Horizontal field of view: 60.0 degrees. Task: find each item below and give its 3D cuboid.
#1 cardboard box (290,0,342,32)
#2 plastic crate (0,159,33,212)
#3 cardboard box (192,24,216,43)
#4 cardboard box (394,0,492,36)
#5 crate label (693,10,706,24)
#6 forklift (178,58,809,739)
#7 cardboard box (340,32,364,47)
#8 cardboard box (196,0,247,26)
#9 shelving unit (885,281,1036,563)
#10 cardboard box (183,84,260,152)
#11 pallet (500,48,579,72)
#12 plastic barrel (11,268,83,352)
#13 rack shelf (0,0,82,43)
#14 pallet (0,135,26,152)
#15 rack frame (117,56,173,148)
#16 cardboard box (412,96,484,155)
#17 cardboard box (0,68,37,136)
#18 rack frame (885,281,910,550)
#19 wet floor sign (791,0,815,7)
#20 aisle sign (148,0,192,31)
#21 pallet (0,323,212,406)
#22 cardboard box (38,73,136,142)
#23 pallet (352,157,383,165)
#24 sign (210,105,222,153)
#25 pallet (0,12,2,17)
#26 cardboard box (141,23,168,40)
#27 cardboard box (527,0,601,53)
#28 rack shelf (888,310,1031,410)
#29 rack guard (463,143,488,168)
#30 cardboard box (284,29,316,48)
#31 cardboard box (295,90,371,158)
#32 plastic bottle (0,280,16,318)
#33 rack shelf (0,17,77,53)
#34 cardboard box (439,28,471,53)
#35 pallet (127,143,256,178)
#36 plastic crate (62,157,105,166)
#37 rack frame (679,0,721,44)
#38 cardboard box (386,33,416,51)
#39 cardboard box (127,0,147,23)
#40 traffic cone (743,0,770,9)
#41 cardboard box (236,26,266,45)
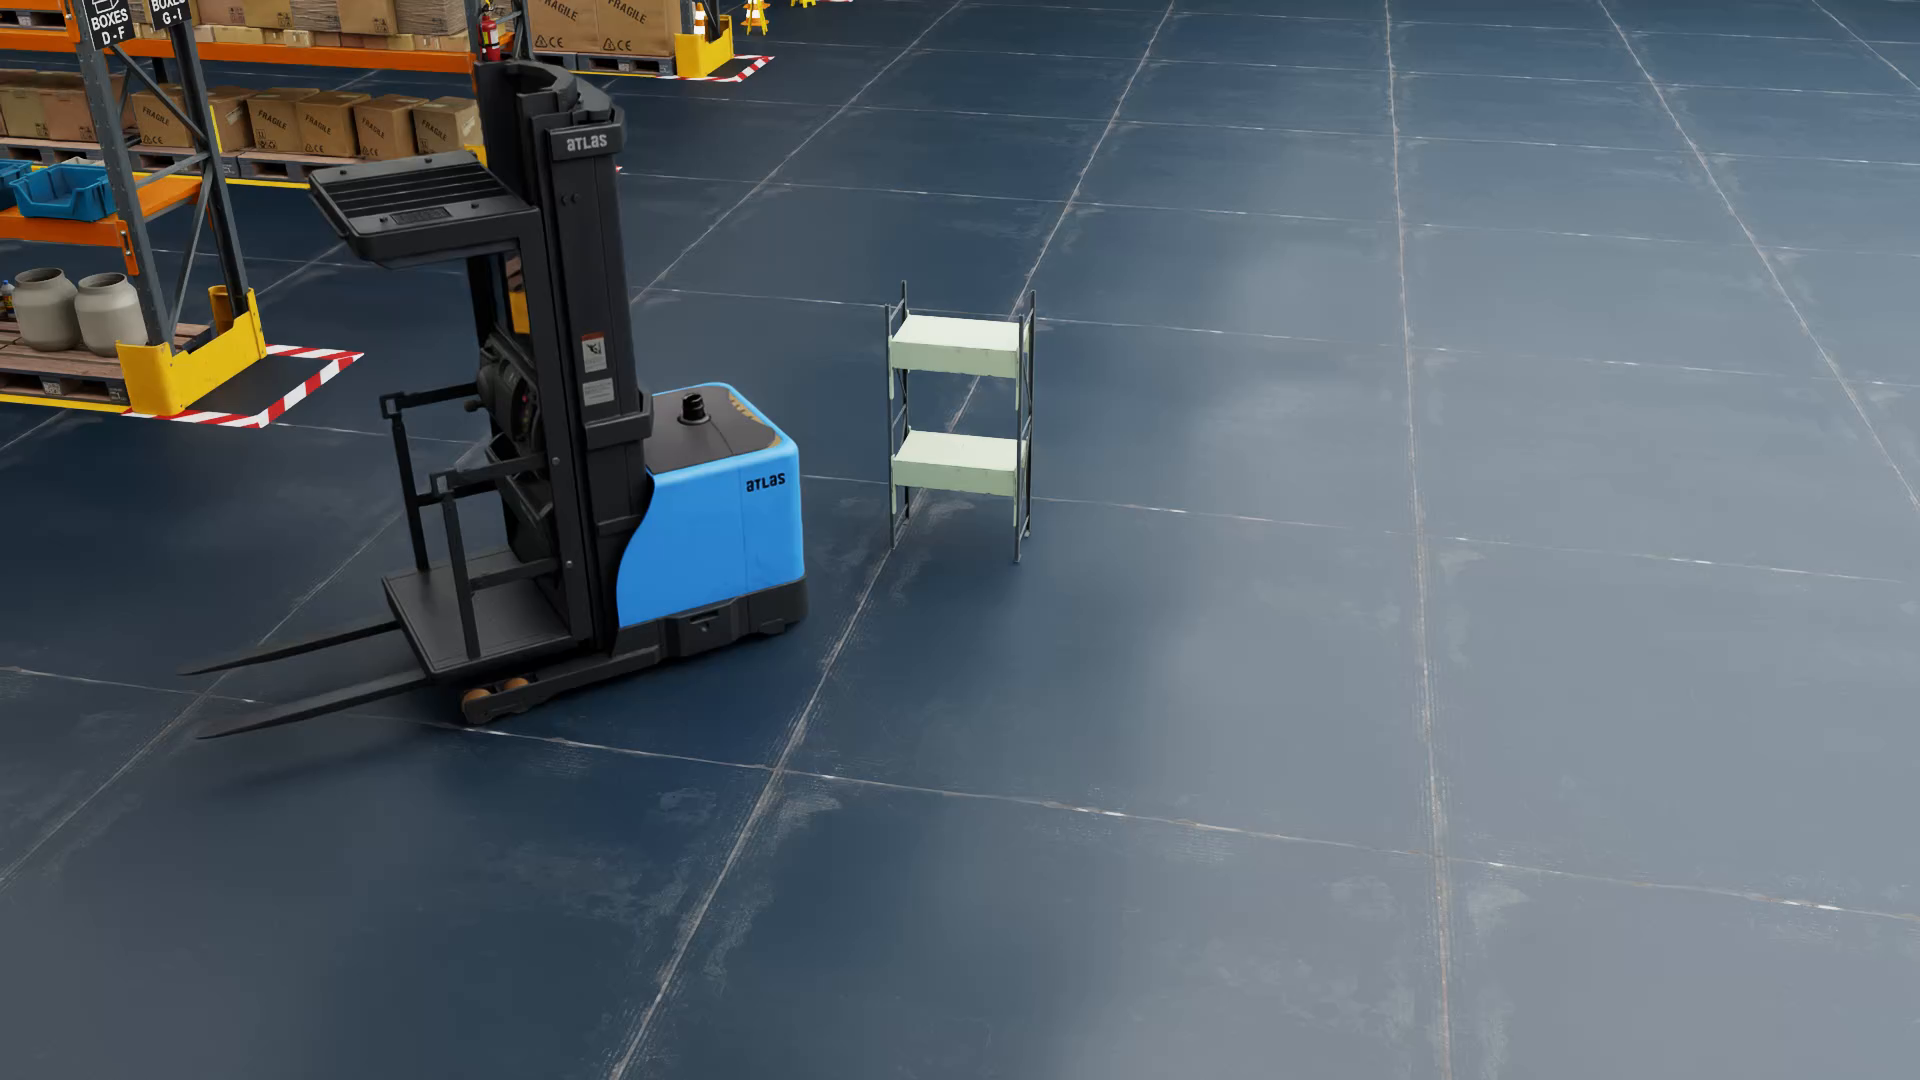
[{"bbox_3d":[-5.786,-5.088,15.507,0.500,0.500,0.875,6,29,11],"label":"cardboard box"},{"bbox_3d":[-6.480,-2.368,11.107,0.408,0.251,0.499,6,29,11],"label":"plastic crate"},{"bbox_3d":[-7.050,-4.802,15.659,0.250,0.149,0.380,6,29,11],"label":"cardboard box"},{"bbox_3d":[-4.792,-5.024,15.390,0.500,0.500,0.875,6,29,11],"label":"cardboard box"},{"bbox_3d":[-3.561,-7.112,22.598,0.298,0.136,0.250,-9,30,-16],"label":"crate label"},{"bbox_3d":[-2.345,-0.679,7.937,3.031,2.935,1.130,-15,32,-26],"label":"forklift"},{"bbox_3d":[-5.558,-4.706,15.484,0.250,0.149,0.380,6,29,11],"label":"cardboard box"},{"bbox_3d":[-6.753,-5.214,15.735,0.500,0.500,0.875,6,29,11],"label":"cardboard box"},{"bbox_3d":[0.007,-0.657,9.389,0.755,1.500,0.431,6,29,11],"label":"shelving unit"},{"bbox_3d":[-7.227,-4.158,16.387,0.500,0.500,0.500,16,32,26],"label":"cardboard box"},{"bbox_3d":[-5.113,-6.045,20.571,1.213,0.211,1.003,6,29,11],"label":"pallet"},{"bbox_3d":[-6.444,-1.629,11.755,0.421,0.512,0.421,0,29,0],"label":"plastic barrel"},{"bbox_3d":[-7.250,-3.656,10.931,4.000,0.370,1.077,6,29,11],"label":"rack shelf"},{"bbox_3d":[-10.130,-4.158,17.126,1.213,0.211,1.003,6,29,11],"label":"pallet"},{"bbox_3d":[-8.171,-5.183,16.093,0.127,3.000,1.000,6,29,11],"label":"rack frame"},{"bbox_3d":[-4.867,-3.940,15.989,0.500,0.500,0.500,11,31,20],"label":"cardboard box"},{"bbox_3d":[-9.777,-4.464,16.925,0.500,0.500,0.700,3,29,6],"label":"cardboard box"},{"bbox_3d":[-0.351,-0.694,9.456,0.023,1.500,0.400,6,29,11],"label":"rack frame"},{"bbox_3d":[-2.228,-7.881,23.474,0.232,0.644,0.267,17,33,28],"label":"wet floor sign"},{"bbox_3d":[-5.162,-3.726,10.726,0.004,0.787,0.394,6,29,11],"label":"aisle sign"},{"bbox_3d":[-6.171,-1.302,11.909,1.213,0.211,1.003,6,29,11],"label":"pallet"},{"bbox_3d":[-8.767,-4.351,16.719,0.500,0.500,0.700,4,29,7],"label":"cardboard box"},{"bbox_3d":[-5.121,-3.664,16.223,1.213,0.211,1.003,6,29,11],"label":"pallet"},{"bbox_3d":[-5.175,-2.835,11.517,0.005,0.325,0.100,6,29,11],"label":"sign"},{"bbox_3d":[-10.139,-5.321,16.545,1.213,0.211,1.003,6,29,11],"label":"pallet"},{"bbox_3d":[-7.532,-4.867,15.777,0.250,0.149,0.380,6,29,11],"label":"cardboard box"},{"bbox_3d":[-4.663,-6.477,20.233,0.875,0.875,0.875,5,29,10],"label":"cardboard box"},{"bbox_3d":[0.007,-1.000,9.201,0.720,0.370,0.431,6,29,11],"label":"rack shelf"},{"bbox_3d":[-4.334,-3.693,15.975,0.348,0.500,1.175,6,29,11],"label":"rack guard"},{"bbox_3d":[-6.070,-4.704,15.481,0.250,0.149,0.380,6,29,11],"label":"cardboard box"},{"bbox_3d":[-6.067,-4.056,16.200,0.500,0.500,0.500,9,30,15],"label":"cardboard box"},{"bbox_3d":[-7.002,-1.780,12.261,0.097,0.271,0.097,0,29,0],"label":"plastic bottle"},{"bbox_3d":[-10.127,-5.068,16.632,4.000,0.370,1.077,6,29,11],"label":"rack shelf"},{"bbox_3d":[-4.581,-4.603,15.296,0.250,0.149,0.380,6,29,11],"label":"cardboard box"},{"bbox_3d":[-7.507,-3.909,16.670,1.213,0.211,1.003,6,29,11],"label":"pallet"},{"bbox_3d":[-6.102,-2.581,11.615,0.250,0.136,0.298,6,29,11],"label":"plastic crate"},{"bbox_3d":[-3.125,-7.101,19.597,0.127,3.000,1.000,6,29,11],"label":"rack frame"},{"bbox_3d":[-5.081,-4.629,15.344,0.250,0.149,0.380,6,29,11],"label":"cardboard box"},{"bbox_3d":[-7.744,-5.283,15.862,0.500,0.500,0.875,6,29,11],"label":"cardboard box"},{"bbox_3d":[-2.880,-7.760,23.443,0.334,0.463,0.336,6,29,11],"label":"traffic cone"},{"bbox_3d":[-6.554,-4.766,15.593,0.250,0.149,0.380,6,29,11],"label":"cardboard box"}]
